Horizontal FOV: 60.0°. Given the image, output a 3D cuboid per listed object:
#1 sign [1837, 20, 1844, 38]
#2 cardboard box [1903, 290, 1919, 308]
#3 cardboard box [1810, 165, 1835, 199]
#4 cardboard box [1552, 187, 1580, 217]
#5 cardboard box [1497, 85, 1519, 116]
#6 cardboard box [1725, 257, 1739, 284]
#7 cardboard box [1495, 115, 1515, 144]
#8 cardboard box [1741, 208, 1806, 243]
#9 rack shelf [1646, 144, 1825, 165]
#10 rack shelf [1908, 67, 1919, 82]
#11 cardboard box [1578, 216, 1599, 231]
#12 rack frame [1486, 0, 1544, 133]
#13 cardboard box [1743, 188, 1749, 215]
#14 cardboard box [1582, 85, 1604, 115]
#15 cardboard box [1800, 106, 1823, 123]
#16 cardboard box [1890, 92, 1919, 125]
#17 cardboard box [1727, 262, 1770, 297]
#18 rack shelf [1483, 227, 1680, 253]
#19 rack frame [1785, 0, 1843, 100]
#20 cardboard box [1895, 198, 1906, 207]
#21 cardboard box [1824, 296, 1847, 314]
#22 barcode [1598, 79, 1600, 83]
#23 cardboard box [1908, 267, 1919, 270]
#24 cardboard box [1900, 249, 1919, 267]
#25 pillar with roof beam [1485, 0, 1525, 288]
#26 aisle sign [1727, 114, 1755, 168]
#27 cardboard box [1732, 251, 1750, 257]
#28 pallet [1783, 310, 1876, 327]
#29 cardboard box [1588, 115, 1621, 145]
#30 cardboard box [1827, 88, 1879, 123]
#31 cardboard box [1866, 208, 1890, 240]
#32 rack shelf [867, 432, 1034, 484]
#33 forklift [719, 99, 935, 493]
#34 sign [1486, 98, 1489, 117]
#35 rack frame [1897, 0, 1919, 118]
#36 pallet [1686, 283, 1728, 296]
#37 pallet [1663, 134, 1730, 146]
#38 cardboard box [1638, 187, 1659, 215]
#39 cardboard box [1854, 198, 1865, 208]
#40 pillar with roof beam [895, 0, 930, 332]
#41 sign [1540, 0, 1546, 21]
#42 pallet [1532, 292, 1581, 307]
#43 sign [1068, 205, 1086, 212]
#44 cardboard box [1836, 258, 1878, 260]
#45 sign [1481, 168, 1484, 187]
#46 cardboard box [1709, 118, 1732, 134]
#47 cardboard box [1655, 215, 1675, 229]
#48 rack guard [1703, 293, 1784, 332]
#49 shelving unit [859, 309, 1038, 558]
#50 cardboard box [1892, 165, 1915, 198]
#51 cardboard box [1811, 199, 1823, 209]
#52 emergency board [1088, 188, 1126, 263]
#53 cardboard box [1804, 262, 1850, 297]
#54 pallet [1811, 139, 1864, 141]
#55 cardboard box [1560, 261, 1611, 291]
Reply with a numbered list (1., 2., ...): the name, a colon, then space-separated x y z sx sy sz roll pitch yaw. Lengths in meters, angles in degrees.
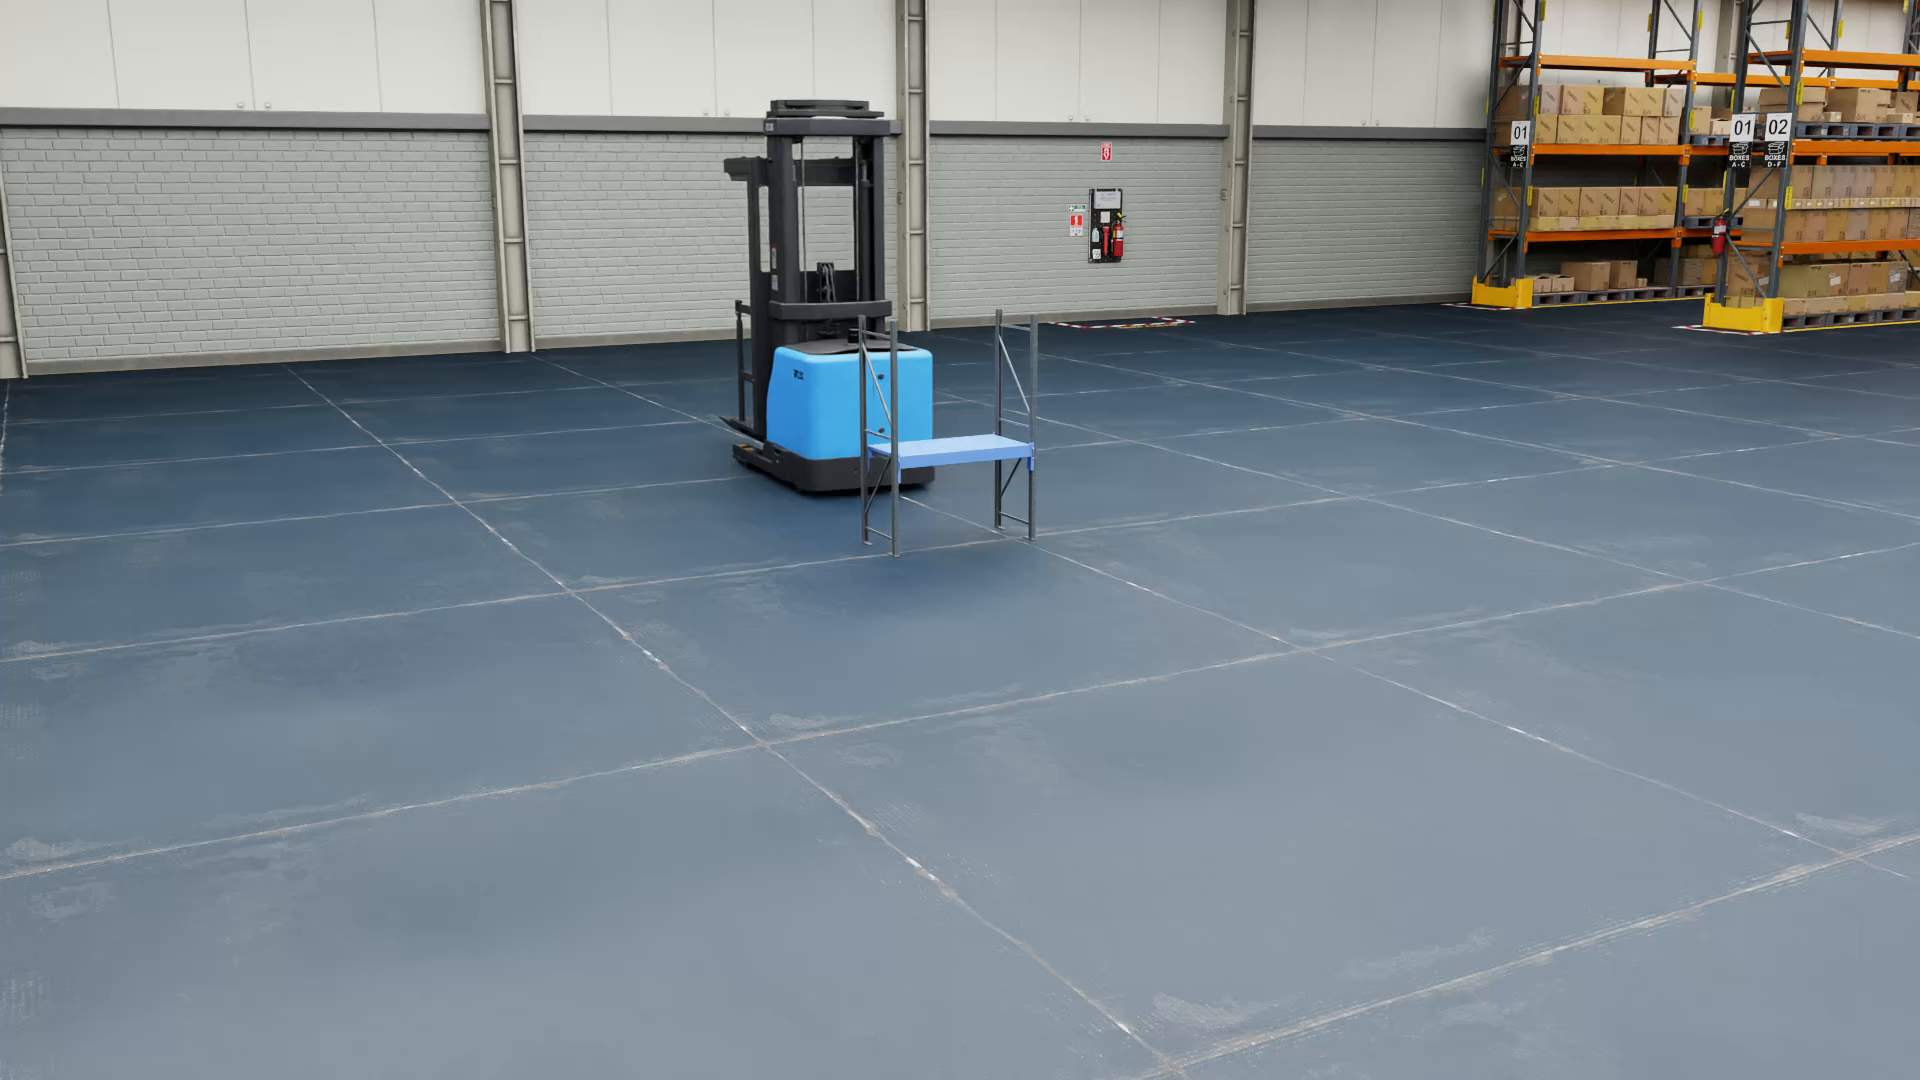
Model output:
1. sign: 16.927 -9.826 31.966 0.005 0.325 0.100 -7 14 -28
2. cardboard box: 15.222 -3.906 26.938 0.500 0.250 0.500 -7 14 -28
3. cardboard box: 12.935 -5.503 25.545 0.500 0.500 0.700 -7 15 -29
4. cardboard box: 10.638 -6.011 29.576 0.500 0.500 0.500 -7 14 -28
5. cardboard box: 9.890 -7.772 29.429 0.500 0.500 0.500 -6 14 -25
6. cardboard box: 14.682 -5.273 32.399 0.500 0.500 0.700 -7 14 -27
7. cardboard box: 9.881 -7.281 29.525 0.500 0.500 0.500 -6 14 -24
8. cardboard box: 12.429 -4.808 25.412 0.500 0.500 0.700 -7 14 -28
9. rack shelf: 14.903 -7.410 32.010 4.000 0.370 1.077 -7 14 -28
10. rack shelf: 17.280 -7.724 27.485 4.000 0.370 1.077 -7 14 -28
11. cardboard box: 11.116 -5.703 29.914 0.500 0.250 0.500 -7 15 -29
12. rack frame: 9.636 -8.593 28.797 0.127 3.000 1.000 -7 14 -28
13. cardboard box: 15.168 -6.585 32.307 0.500 0.500 0.700 -7 14 -28
14. cardboard box: 11.000 -7.769 29.416 0.500 0.500 0.500 -6 14 -26
15. cardboard box: 12.898 -6.548 25.606 0.500 0.250 0.500 -7 14 -28
16. cardboard box: 14.956 -6.916 26.674 0.500 0.500 0.500 -6 14 -23
17. cardboard box: 12.341 -4.055 25.895 0.500 0.500 0.500 -7 14 -28
18. rack shelf: 11.392 -5.526 30.470 4.000 0.370 1.077 -7 14 -28
19. rack frame: 16.658 -9.435 32.537 0.127 3.000 1.000 -7 14 -28
20. cardboard box: 14.712 -5.347 26.331 0.250 0.149 0.380 -7 14 -28
21. cardboard box: 13.467 -3.695 26.002 0.500 0.250 0.500 -7 14 -28
22. barcode: 11.721 -8.414 30.506 0.075 0.075 0.001 -7 14 -28
23. cardboard box: 16.196 -4.424 27.963 0.500 0.311 0.500 -6 14 -26
24. cardboard box: 19.661 -5.992 34.840 0.750 0.750 0.750 -7 14 -27
25. pillar with roof beam: 11.899 -8.004 26.179 0.400 9.000 9.100 -7 14 -28
26. aisle sign: 11.815 -6.030 25.151 0.004 0.787 0.394 -7 14 -28
27. cardboard box: 15.072 -5.680 32.501 0.500 0.250 0.500 -7 14 -28
28. pallet: 13.734 -3.568 26.482 1.213 0.211 1.003 -7 14 -28
29. cardboard box: 11.452 -7.341 29.791 0.500 0.500 0.500 -6 14 -24
30. cardboard box: 13.602 -6.620 25.356 0.500 0.500 0.500 -7 14 -28
31. cardboard box: 14.236 -5.025 26.379 0.500 0.500 0.700 -7 14 -27
32. rack shelf: -0.075 -0.547 10.944 1.000 0.185 0.538 -7 14 -28
33. forklift: -1.259 -2.065 13.610 1.130 2.935 3.031 -6 14 -24
34. sign: 9.388 -7.671 29.514 0.005 0.325 0.100 -7 14 -28
35. rack frame: 15.524 -8.060 26.427 0.127 3.000 1.000 -7 14 -28
36. pallet: 14.902 -4.938 32.571 1.213 0.211 1.003 -7 14 -28
37. pallet: 13.740 -7.503 31.214 1.003 0.211 1.213 -7 14 -28
38. cardboard box: 12.445 -6.227 30.534 0.500 0.500 0.500 -7 14 -28
39. cardboard box: 13.810 -5.239 25.850 0.250 0.149 0.380 -7 14 -27
40. pillar with roof beam: 1.366 -6.742 20.569 0.400 9.000 9.100 -7 14 -28
41. sign: 9.896 -8.983 28.221 0.005 0.325 0.100 -7 14 -28
42. pallet: 10.433 -4.393 30.147 1.213 0.211 1.003 -7 14 -28
43. sign: 1.856 -5.259 26.359 0.331 0.109 0.001 -7 14 -28
44. cardboard box: 14.532 -4.320 27.070 0.500 0.500 0.500 -7 14 -28
45. sign: 9.388 -6.495 29.779 0.005 0.325 0.100 -7 14 -28
46. cardboard box: 14.206 -7.819 31.435 0.500 0.311 0.500 -6 14 -26
47. cardboard box: 12.877 -5.916 30.859 0.500 0.250 0.500 -7 14 -28
48. rack guard: 11.992 -3.490 25.479 0.348 0.500 1.175 -7 14 -28
49. shelving unit: -0.075 -0.723 10.905 1.048 1.500 0.538 -7 14 -28
50. cardboard box: 14.695 -5.713 26.482 0.500 0.500 0.700 -7 14 -28
51. cardboard box: 12.911 -5.132 25.374 0.250 0.149 0.380 -7 14 -28
52. emergency board: 2.383 -5.023 26.597 0.643 1.169 0.194 -7 14 -28
53. cardboard box: 13.461 -4.063 25.930 0.500 0.500 0.500 -7 14 -28
54. pallet: 17.198 -7.957 33.233 1.003 0.211 1.213 -6 14 -25
55. cardboard box: 11.455 -4.845 30.495 0.500 0.500 0.700 -8 15 -31
